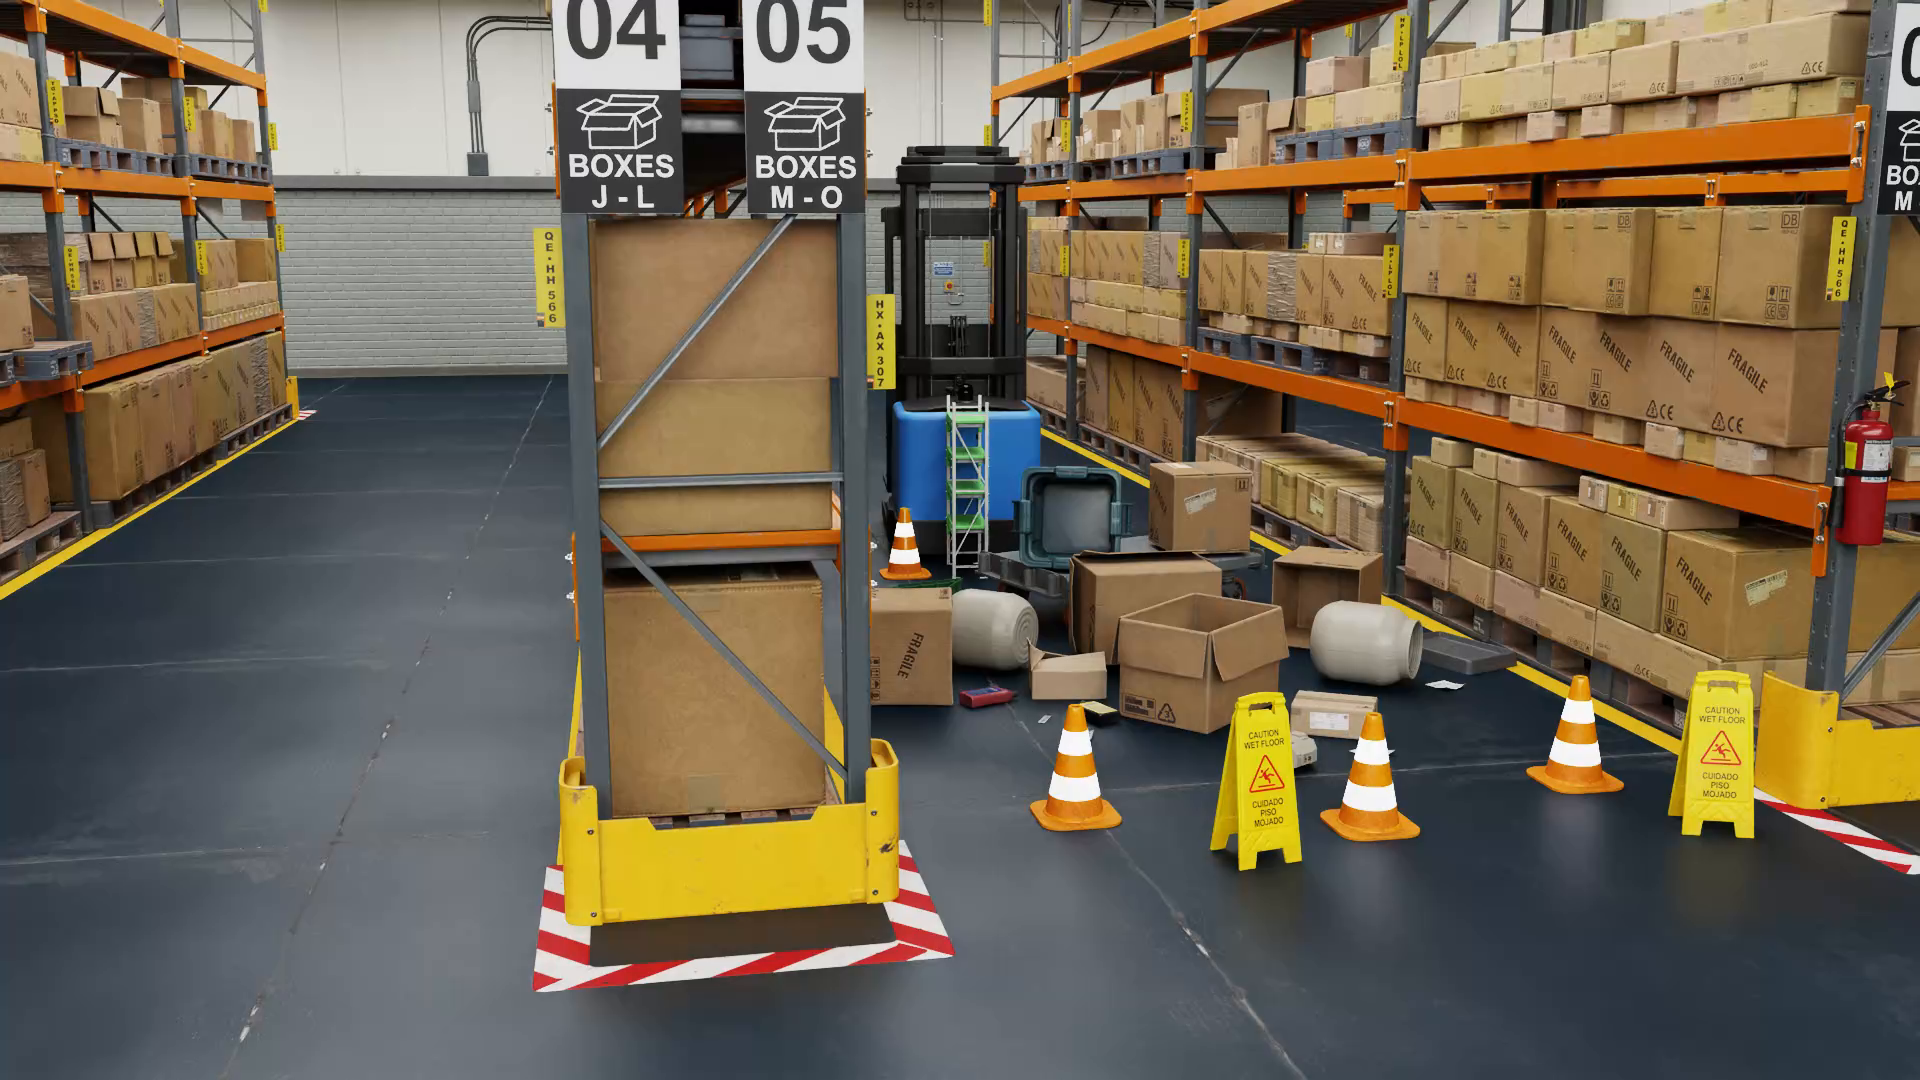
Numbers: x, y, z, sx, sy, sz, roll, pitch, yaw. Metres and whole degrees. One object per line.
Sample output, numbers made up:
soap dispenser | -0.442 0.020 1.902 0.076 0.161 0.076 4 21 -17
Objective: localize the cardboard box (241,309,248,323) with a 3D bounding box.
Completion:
cardboard box | -8.074 -2.468 18.314 0.380 0.149 0.250 -2 11 -13

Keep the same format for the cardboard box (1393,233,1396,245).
cardboard box | 3.182 -2.147 12.035 0.380 0.149 0.250 -1 11 -8

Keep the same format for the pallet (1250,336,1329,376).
pallet | 2.886 -1.410 12.597 1.003 0.211 1.213 -2 11 -11

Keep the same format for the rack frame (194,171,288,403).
rack frame | -8.816 -2.973 20.294 1.000 3.000 0.127 -2 11 -11

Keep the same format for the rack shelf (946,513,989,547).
rack shelf | 0.049 -0.074 11.502 0.258 0.148 0.480 -1 11 -5

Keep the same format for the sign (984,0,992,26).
sign | 0.359 -6.798 21.425 0.100 0.325 0.005 -2 11 -11

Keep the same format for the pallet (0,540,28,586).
pallet | -6.876 0.231 10.920 1.003 0.211 1.213 -2 11 -11

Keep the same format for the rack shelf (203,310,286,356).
rack shelf | -8.427 -2.253 18.435 1.077 0.370 4.000 -2 11 -11

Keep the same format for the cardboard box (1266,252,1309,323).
cardboard box | 2.629 -1.892 12.430 0.500 0.500 0.500 -3 11 -13

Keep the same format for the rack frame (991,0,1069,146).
rack frame | 0.905 -6.281 21.627 1.000 3.000 0.127 -2 11 -11

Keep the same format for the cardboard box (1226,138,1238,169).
cardboard box | 2.405 -3.163 13.629 0.396 0.266 0.258 -2 11 -11

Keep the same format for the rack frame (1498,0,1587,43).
rack frame | 6.551 -5.728 18.725 1.000 3.000 0.127 -2 11 -11

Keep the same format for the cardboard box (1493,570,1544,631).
cardboard box | 3.309 0.325 9.199 0.500 0.250 0.500 -2 11 -12

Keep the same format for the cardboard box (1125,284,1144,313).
cardboard box | 1.894 -2.305 15.847 0.500 0.250 0.500 -2 11 -12

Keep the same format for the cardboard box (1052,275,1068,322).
cardboard box | 1.342 -2.725 18.722 0.500 0.500 0.500 -2 11 -10

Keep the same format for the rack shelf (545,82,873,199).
rack shelf | -1.208 -1.687 7.441 1.077 0.370 4.000 -2 11 -11

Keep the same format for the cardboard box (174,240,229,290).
cardboard box | -7.969 -2.868 17.343 0.500 0.500 0.500 -2 11 -11

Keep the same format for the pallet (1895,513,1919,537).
pallet | 7.925 -0.078 12.540 1.003 0.211 1.213 -2 11 -11

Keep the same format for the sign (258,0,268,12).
sign | -8.281 -6.435 19.729 0.100 0.325 0.005 -2 11 -11

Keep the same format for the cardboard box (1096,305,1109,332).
cardboard box | 1.695 -2.246 16.878 0.500 0.250 0.500 -2 11 -11

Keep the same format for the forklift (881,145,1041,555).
forklift | -0.052 -1.556 13.033 1.130 2.935 3.031 -1 11 -5

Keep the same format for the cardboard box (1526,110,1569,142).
cardboard box | 3.223 -2.177 8.761 0.380 0.149 0.250 -2 11 -12

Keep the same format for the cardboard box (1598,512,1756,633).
cardboard box | 3.500 0.144 8.142 0.500 0.500 0.500 -2 11 -9

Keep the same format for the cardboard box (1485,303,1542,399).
cardboard box | 3.256 -1.053 9.145 0.500 0.500 0.500 -2 11 -11

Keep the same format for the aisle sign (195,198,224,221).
aisle sign | -9.124 -4.252 20.063 0.394 0.787 0.004 -2 11 -11

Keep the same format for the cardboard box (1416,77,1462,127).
cardboard box | 3.056 -2.588 9.854 0.500 0.250 0.500 -2 11 -12

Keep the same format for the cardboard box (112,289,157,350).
cardboard box | -7.389 -1.934 14.568 0.500 0.500 0.500 -2 11 -11

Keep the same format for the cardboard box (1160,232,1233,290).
cardboard box | 2.103 -2.492 14.824 0.500 0.500 0.500 -2 11 -13

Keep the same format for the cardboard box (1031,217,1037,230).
cardboard box | 1.061 -3.785 19.884 0.380 0.149 0.250 -2 11 -11

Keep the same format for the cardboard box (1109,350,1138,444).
cardboard box | 2.065 -1.486 17.042 0.875 0.875 0.875 -2 11 -9

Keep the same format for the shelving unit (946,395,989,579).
shelving unit | 0.049 -0.373 11.445 0.258 1.200 0.503 -1 11 -5

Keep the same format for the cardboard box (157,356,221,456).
cardboard box | -7.894 -1.285 15.987 1.225 0.875 0.875 -2 11 -11

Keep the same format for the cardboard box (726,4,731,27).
cardboard box | -0.720 -2.020 6.544 0.380 0.149 0.250 -2 11 -11

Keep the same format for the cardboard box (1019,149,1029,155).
cardboard box | 1.080 -4.909 21.456 0.500 0.250 0.500 -3 11 -16

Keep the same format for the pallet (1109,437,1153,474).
pallet | 2.147 -0.867 16.687 1.003 0.211 1.213 -2 11 -11

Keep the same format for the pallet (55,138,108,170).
pallet | -7.437 -3.003 12.933 1.213 0.211 1.003 -2 11 -8

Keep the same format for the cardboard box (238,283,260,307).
cardboard box | -8.264 -2.780 18.885 0.500 0.250 0.500 -3 11 -13

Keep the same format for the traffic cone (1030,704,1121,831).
traffic cone | 0.470 0.897 6.747 0.336 0.463 0.334 -2 11 -11

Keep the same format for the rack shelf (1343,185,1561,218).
rack shelf | 6.162 -4.268 20.999 1.077 0.370 4.000 -2 11 -11

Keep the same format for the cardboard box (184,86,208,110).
cardboard box | -8.433 -4.749 17.938 0.500 0.250 0.500 -2 11 -13

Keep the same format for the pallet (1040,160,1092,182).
pallet | 1.534 -4.180 18.852 1.003 0.211 1.213 -2 11 -11

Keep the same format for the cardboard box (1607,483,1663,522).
cardboard box | 3.422 -0.190 8.163 0.380 0.149 0.250 -2 11 -10

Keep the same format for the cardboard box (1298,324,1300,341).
cardboard box | 2.733 -1.539 12.311 0.380 0.149 0.250 -3 11 -13

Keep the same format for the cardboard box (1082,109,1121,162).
cardboard box | 1.570 -4.157 17.100 0.500 0.500 0.500 -2 11 -12

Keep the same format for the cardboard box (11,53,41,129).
cardboard box | -6.922 -3.196 11.837 0.500 0.500 0.500 -2 11 -10

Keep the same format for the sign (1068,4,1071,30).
sign | 1.440 -6.795 21.622 0.100 0.325 0.005 -2 11 -11

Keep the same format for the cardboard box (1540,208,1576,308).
cardboard box | 3.451 -1.451 8.558 0.700 0.500 0.500 -2 11 -11

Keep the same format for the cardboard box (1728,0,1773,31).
cardboard box | 3.581 -2.287 7.206 0.380 0.149 0.250 -2 11 -12

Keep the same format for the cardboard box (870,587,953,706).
cardboard box | -0.289 0.540 8.515 0.500 0.500 0.500 0 11 -1

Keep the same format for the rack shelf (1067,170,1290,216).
rack shelf | 2.072 -3.353 16.193 1.077 0.370 4.000 -2 11 -11

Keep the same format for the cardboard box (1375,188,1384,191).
cardboard box | 5.664 -4.654 21.773 0.380 0.149 0.250 -2 11 -10

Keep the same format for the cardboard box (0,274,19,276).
cardboard box | -7.116 -1.664 12.024 0.500 0.500 0.500 -4 11 -18

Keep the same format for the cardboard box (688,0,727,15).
cardboard box | -0.860 -2.285 6.873 0.500 0.250 0.500 -2 11 -11

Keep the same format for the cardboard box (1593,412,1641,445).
cardboard box | 3.417 -0.568 8.332 0.380 0.149 0.250 -2 11 -12

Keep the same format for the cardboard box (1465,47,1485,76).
cardboard box | 3.101 -2.709 9.426 0.380 0.149 0.250 -2 11 -13

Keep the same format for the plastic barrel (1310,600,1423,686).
plastic barrel | 2.130 0.543 8.712 0.512 0.421 0.421 6 12 28
